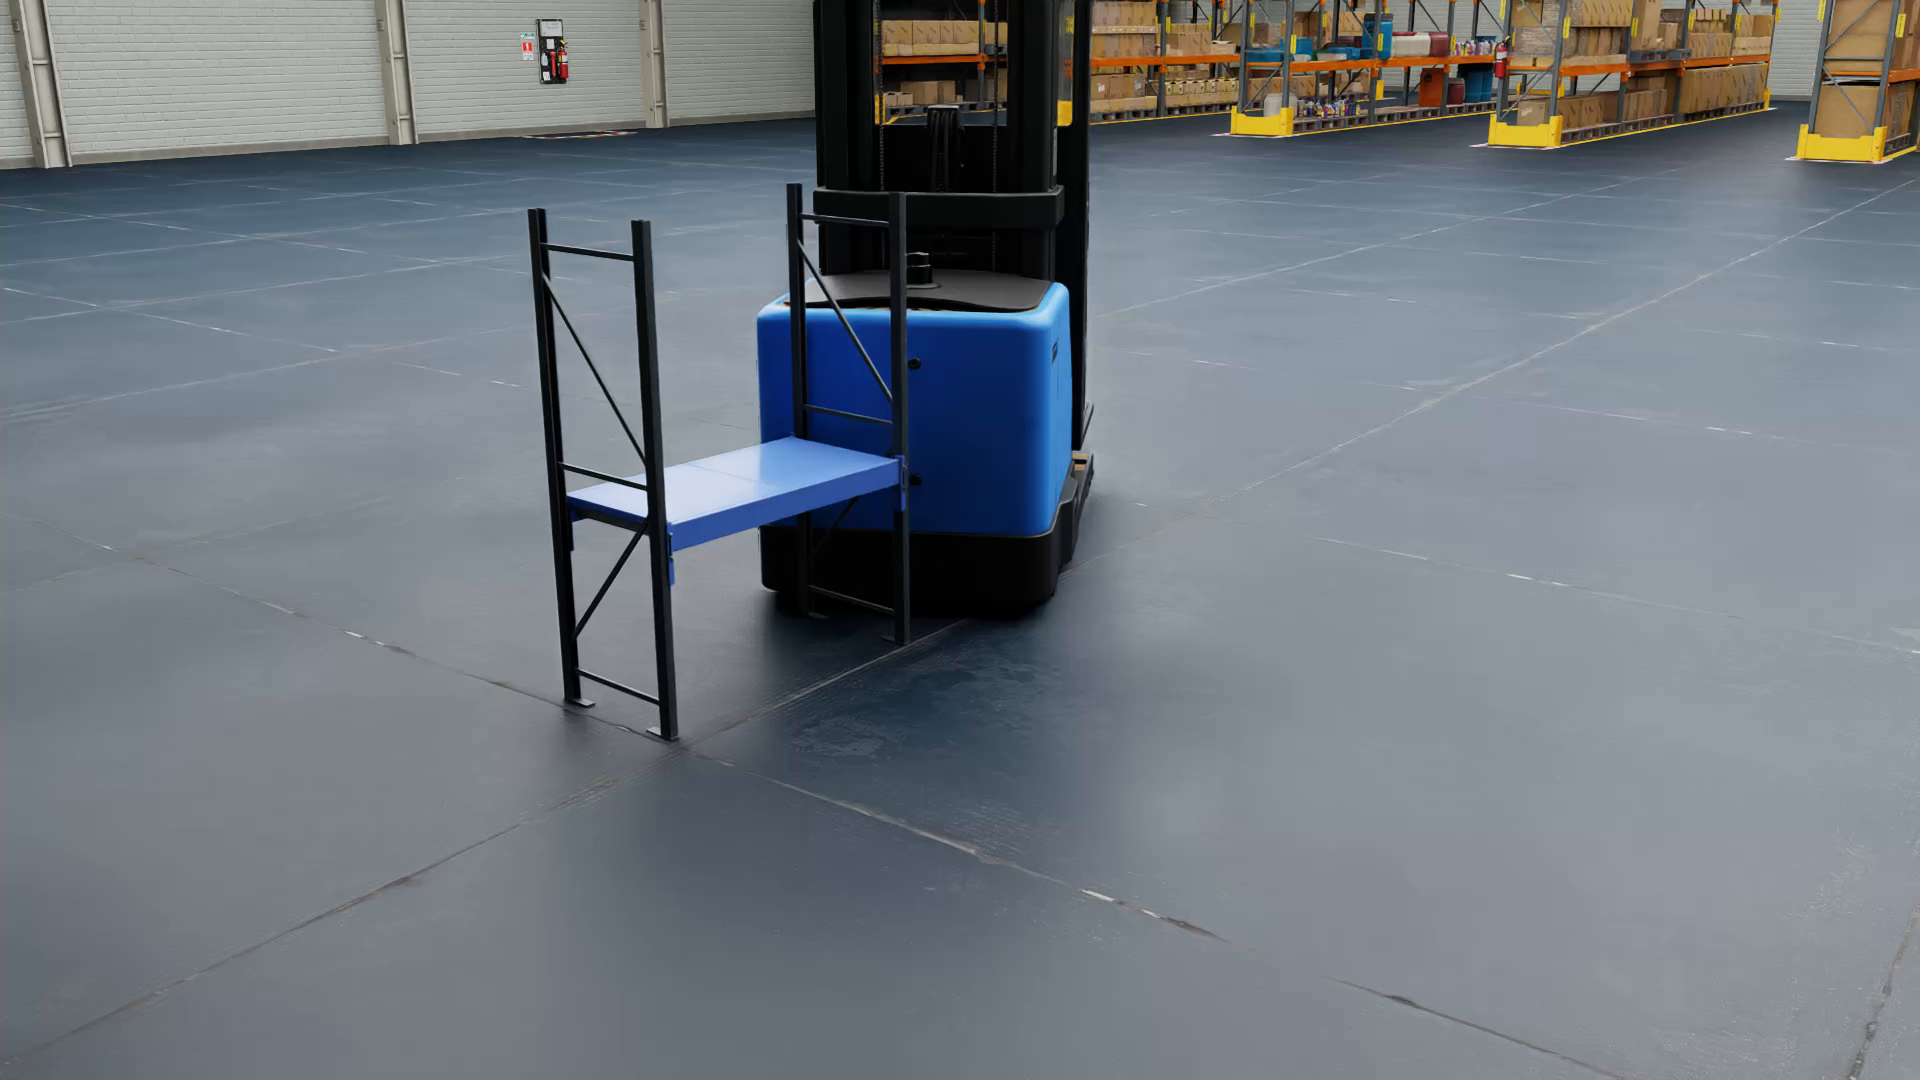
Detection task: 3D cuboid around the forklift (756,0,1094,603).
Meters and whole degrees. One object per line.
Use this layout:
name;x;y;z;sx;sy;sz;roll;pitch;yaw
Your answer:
forklift;0.005;-1.574;6.871;1.130;2.935;3.031;2;17;8

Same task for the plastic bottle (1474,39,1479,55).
plastic bottle;11.916;-11.405;38.494;0.144;0.351;0.185;12;21;35

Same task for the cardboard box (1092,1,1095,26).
cardboard box;2.360;-10.900;34.431;0.700;0.500;0.500;12;21;33

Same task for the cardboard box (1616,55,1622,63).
cardboard box;12.019;-8.906;30.787;0.380;0.149;0.250;12;21;35

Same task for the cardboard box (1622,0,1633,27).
cardboard box;12.021;-9.698;30.559;0.500;0.500;0.500;12;21;35

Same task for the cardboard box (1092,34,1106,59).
cardboard box;2.629;-10.385;34.959;0.700;0.500;0.500;13;21;35

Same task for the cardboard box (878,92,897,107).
cardboard box;-1.765;-9.935;37.469;0.500;0.311;0.500;10;20;29

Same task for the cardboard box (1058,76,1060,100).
cardboard box;1.811;-9.411;34.655;0.500;0.500;0.500;12;21;35

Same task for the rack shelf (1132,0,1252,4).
rack shelf;5.306;-12.503;38.104;1.077;0.370;4.000;12;21;35

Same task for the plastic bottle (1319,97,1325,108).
plastic bottle;7.392;-8.862;33.949;0.144;0.351;0.185;12;21;35

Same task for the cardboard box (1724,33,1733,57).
cardboard box;16.775;-10.980;36.875;0.500;0.500;0.500;12;21;35

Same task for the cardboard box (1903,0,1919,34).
cardboard box;14.556;-8.259;26.207;0.875;0.550;0.550;12;21;35

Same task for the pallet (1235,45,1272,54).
pallet;6.845;-11.973;40.564;1.213;0.211;1.003;12;21;35

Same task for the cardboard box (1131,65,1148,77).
cardboard box;4.617;-12.714;45.544;0.750;0.750;0.750;13;21;35

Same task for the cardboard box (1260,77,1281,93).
cardboard box;7.609;-11.209;41.255;0.500;0.500;0.500;12;21;34

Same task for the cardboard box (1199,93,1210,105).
cardboard box;5.469;-10.244;38.602;0.500;0.250;0.500;13;21;36

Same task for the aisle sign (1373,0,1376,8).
aisle sign;11.551;-15.000;45.604;0.394;0.787;0.004;12;21;35

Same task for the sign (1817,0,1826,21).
sign;13.180;-8.099;25.413;0.100;0.325;0.005;12;21;35

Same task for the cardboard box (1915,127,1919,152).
cardboard box;15.890;-6.542;26.964;0.500;0.500;0.500;-16;23;-41

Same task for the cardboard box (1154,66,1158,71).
cardboard box;5.651;-13.384;47.197;0.380;0.149;0.250;12;21;33

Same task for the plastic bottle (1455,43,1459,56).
plastic bottle;11.223;-11.075;37.546;0.061;0.283;0.133;12;21;35

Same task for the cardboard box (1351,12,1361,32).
cardboard box;10.308;-13.800;44.269;0.500;0.500;0.500;13;22;36

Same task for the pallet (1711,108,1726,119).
pallet;16.435;-9.563;37.183;1.003;0.211;1.213;12;21;35

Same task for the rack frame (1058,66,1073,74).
rack frame;2.517;-12.765;42.792;1.000;3.000;0.127;12;21;35

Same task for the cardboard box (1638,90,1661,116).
cardboard box;13.748;-8.858;33.684;0.700;0.500;0.500;10;20;30

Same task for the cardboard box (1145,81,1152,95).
cardboard box;4.125;-10.240;37.644;0.500;0.311;0.500;12;21;35

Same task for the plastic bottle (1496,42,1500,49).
plastic bottle;12.780;-11.697;39.550;0.061;0.283;0.133;12;21;35

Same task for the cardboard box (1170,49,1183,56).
cardboard box;4.806;-10.993;37.509;0.380;0.149;0.250;12;21;35

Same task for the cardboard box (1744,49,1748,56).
cardboard box;17.898;-11.233;38.282;0.380;0.149;0.250;12;21;34

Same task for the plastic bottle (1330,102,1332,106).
plastic bottle;7.445;-8.628;33.309;0.061;0.283;0.133;12;21;35

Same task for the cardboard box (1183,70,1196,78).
cardboard box;6.350;-13.254;47.873;0.700;0.500;0.500;12;21;33

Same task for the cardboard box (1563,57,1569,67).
cardboard box;10.210;-8.196;28.502;0.380;0.149;0.250;12;21;35

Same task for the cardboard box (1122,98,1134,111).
cardboard box;3.422;-9.437;36.004;0.500;0.250;0.500;12;21;35

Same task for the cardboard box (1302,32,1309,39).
cardboard box;8.973;-13.056;43.559;0.500;0.500;0.500;13;21;36

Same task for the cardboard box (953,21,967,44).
cardboard box;-0.192;-11.821;38.708;0.500;0.500;0.500;12;21;34

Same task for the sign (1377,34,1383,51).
sign;8.525;-10.094;33.724;0.100;0.325;0.005;12;21;35

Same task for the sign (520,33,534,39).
sign;-8.008;-9.325;30.759;0.001;0.109;0.331;12;21;35

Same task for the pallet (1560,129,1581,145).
pallet;10.242;-7.108;29.275;1.003;0.211;1.213;12;21;35

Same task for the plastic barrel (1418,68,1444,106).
plastic barrel;10.751;-10.298;37.799;0.600;0.830;0.708;12;21;35

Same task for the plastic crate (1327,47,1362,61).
plastic crate;7.649;-9.679;33.106;0.499;0.251;0.616;12;21;35

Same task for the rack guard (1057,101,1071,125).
rack guard;1.717;-8.786;34.193;1.175;0.500;0.348;12;21;35

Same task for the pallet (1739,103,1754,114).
pallet;18.077;-10.219;39.296;1.003;0.211;1.213;12;21;35

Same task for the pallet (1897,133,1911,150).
pallet;15.475;-6.787;28.243;1.003;0.211;1.213;12;21;35

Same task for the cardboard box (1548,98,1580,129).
cardboard box;10.787;-7.681;29.926;0.500;0.500;0.500;15;23;40

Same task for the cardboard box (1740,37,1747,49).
cardboard box;17.625;-11.346;37.972;0.500;0.250;0.500;12;21;34

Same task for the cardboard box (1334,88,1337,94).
cardboard box;9.812;-11.970;44.267;0.380;0.166;0.250;12;21;35

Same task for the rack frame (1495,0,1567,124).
rack frame;9.685;-8.234;28.201;1.000;3.000;0.127;12;21;35

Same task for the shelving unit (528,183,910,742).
shelving unit;-0.697;-0.294;5.160;0.538;1.500;1.048;14;22;38

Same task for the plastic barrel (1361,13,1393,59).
plastic barrel;8.564;-10.340;34.136;0.600;0.901;0.708;12;21;35

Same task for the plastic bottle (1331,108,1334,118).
plastic bottle;7.360;-8.489;32.998;0.097;0.201;0.097;0;17;0

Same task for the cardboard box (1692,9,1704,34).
cardboard box;15.290;-10.992;35.223;0.797;0.503;0.637;13;21;36

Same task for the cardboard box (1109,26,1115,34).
cardboard box;3.054;-10.764;35.086;0.380;0.149;0.250;13;21;35

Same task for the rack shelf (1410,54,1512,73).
rack shelf;11.665;-11.147;38.795;1.077;0.370;4.000;12;21;35

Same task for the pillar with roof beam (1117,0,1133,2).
pillar with roof beam;8.080;-16.142;43.550;9.100;9.000;0.400;12;21;35
